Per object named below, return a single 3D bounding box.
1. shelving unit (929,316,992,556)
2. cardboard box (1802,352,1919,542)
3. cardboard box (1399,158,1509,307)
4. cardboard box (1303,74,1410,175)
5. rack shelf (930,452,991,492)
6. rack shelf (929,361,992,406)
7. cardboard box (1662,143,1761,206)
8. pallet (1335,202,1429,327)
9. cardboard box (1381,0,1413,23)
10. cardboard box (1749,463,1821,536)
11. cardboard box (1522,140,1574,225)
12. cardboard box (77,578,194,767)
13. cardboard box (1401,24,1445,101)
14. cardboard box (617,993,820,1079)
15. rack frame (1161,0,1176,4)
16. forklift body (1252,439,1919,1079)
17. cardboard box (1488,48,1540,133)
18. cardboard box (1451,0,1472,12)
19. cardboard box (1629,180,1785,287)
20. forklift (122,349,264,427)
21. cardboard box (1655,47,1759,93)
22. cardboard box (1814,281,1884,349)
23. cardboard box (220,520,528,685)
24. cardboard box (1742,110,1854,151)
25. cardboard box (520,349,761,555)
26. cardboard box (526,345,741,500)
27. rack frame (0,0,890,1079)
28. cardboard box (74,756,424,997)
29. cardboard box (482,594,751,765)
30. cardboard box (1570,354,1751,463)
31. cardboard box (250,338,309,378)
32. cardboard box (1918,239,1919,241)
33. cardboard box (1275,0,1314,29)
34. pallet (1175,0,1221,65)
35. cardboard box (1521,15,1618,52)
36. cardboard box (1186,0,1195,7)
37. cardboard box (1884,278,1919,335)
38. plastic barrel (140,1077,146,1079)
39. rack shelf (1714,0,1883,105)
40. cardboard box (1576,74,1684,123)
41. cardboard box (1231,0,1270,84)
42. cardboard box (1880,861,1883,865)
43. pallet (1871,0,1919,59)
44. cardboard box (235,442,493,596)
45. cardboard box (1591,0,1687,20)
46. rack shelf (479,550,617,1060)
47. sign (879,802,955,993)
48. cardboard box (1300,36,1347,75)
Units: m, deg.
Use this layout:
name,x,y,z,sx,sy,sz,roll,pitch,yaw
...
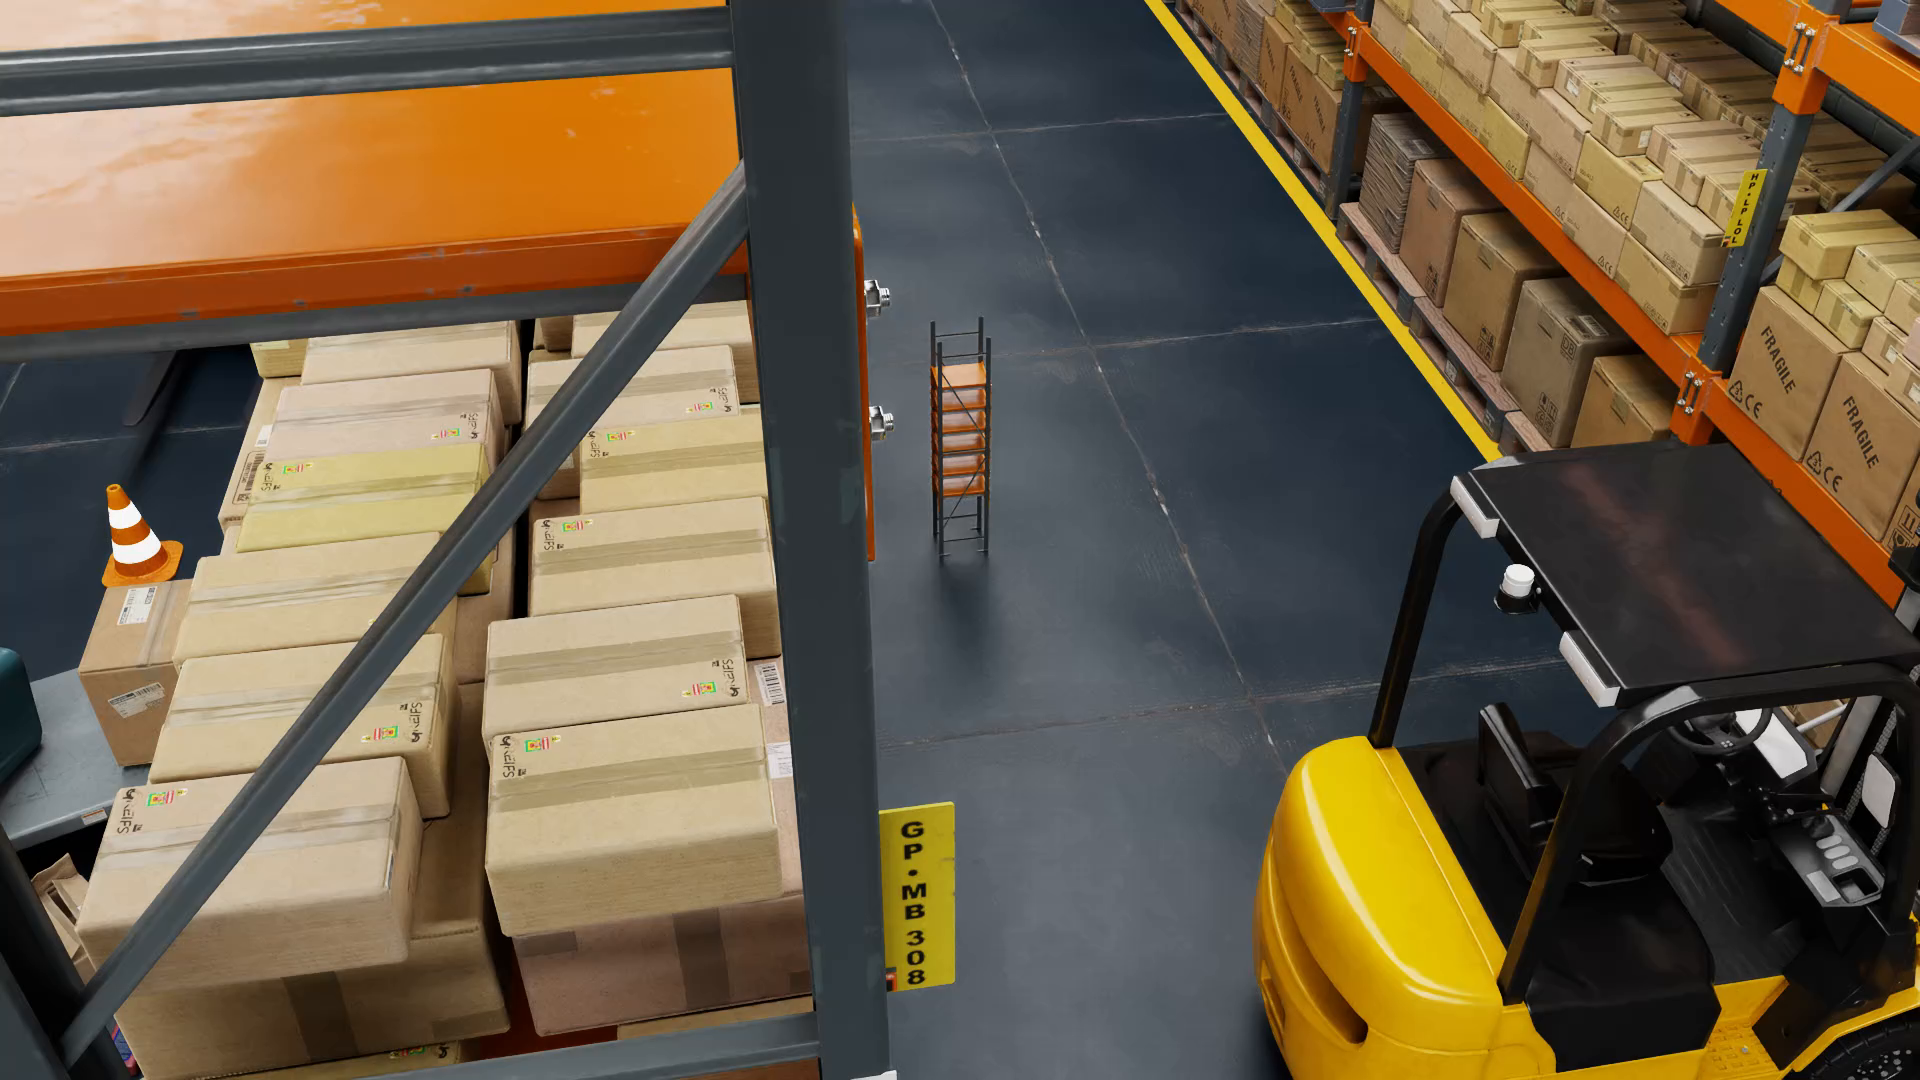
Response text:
name,x,y,z,sx,sy,sz,roll,pitch,yaw
shelving unit,0.003,-0.465,7.771,0.258,1.200,0.189,-6,38,-8
cardboard box,3.523,-0.361,6.088,0.500,0.500,0.500,-6,38,-7
cardboard box,3.112,-1.803,9.619,0.875,0.625,0.625,-5,38,-6
cardboard box,2.608,-2.758,10.950,0.500,0.500,0.500,-5,38,-7
rack shelf,0.003,-0.335,7.871,0.258,0.103,0.180,-6,38,-8
rack shelf,0.003,-0.714,7.577,0.258,0.103,0.180,-6,38,-8
cardboard box,3.253,-1.563,7.106,0.380,0.149,0.250,-7,38,-9
pallet,2.999,-1.744,10.223,1.003,0.211,1.213,-6,38,-8
cardboard box,2.706,-3.188,9.523,0.500,0.250,0.500,-6,38,-8
cardboard box,3.371,-0.080,6.891,0.500,0.250,0.500,-7,38,-9
cardboard box,3.098,-1.754,8.085,0.500,0.250,0.500,-6,38,-8
cardboard box,-3.038,0.503,6.478,0.500,0.500,0.500,-6,38,-8
cardboard box,2.814,-2.689,9.288,0.500,0.250,0.500,-7,38,-9
cardboard box,-0.329,0.701,2.562,0.380,0.149,0.250,-6,38,-8
rack frame,2.192,-5.763,13.122,1.000,3.000,0.127,-6,38,-8
forklift body,2.168,0.871,5.275,2.313,2.155,1.214,-6,38,-8
cardboard box,3.006,-2.264,8.334,0.500,0.250,0.500,-6,38,-7
cardboard box,2.836,-2.948,8.889,0.380,0.149,0.250,-6,38,-7
cardboard box,3.257,-1.338,7.142,0.500,0.250,0.500,-7,38,-9
forklift,-4.120,-2.510,8.992,1.130,2.935,3.031,-4,38,-5
cardboard box,3.573,-2.237,7.975,0.380,0.149,0.250,-7,38,-8
cardboard box,3.439,-0.849,6.188,0.380,0.149,0.250,-5,38,-7
cardboard box,-1.019,0.193,2.891,0.500,0.250,0.500,-7,38,-9
cardboard box,3.706,-1.780,7.386,0.380,0.149,0.250,-6,38,-8
cardboard box,-0.610,-0.168,3.356,0.500,0.250,0.500,-5,38,-7
cardboard box,-0.603,-0.222,3.101,0.380,0.149,0.250,-6,38,-8
rack frame,-0.590,-0.348,1.262,1.000,3.000,0.127,-6,38,-8
cardboard box,-0.940,0.449,2.237,0.380,0.149,0.250,-6,38,-8
cardboard box,-0.511,0.234,2.513,0.380,0.149,0.250,-6,38,-8
cardboard box,3.492,-0.473,7.907,0.875,0.625,0.625,-5,38,-6
cardboard box,-1.242,-0.474,3.425,0.380,0.149,0.250,-5,38,-7
cardboard box,3.904,-1.060,6.459,0.380,0.149,0.250,-6,38,-8
cardboard box,2.431,-3.693,11.625,0.380,0.149,0.250,-7,38,-9
pallet,2.372,-4.174,13.351,1.003,0.211,1.213,-6,38,-8
cardboard box,3.037,-2.493,8.304,0.380,0.149,0.250,-6,38,-8
cardboard box,2.056,-4.625,13.353,0.500,0.500,0.500,-5,38,-6
cardboard box,3.547,-0.818,5.905,0.380,0.149,0.250,-7,38,-9
plastic barrel,-2.443,1.954,5.289,0.512,0.421,0.421,19,42,23
rack shelf,3.244,-3.039,7.758,1.077,0.370,4.000,-6,38,-8
cardboard box,3.101,-2.026,7.702,0.380,0.149,0.250,-7,38,-9
cardboard box,2.327,-3.689,12.148,0.500,0.500,0.500,-8,38,-10
cardboard box,3.633,1.240,6.008,0.500,0.250,0.500,-5,38,-7
pallet,3.770,-1.568,5.350,1.003,0.211,1.213,-6,38,-8
cardboard box,-1.004,-0.022,2.843,0.380,0.149,0.250,-6,38,-8
cardboard box,3.498,-2.710,8.583,0.380,0.149,0.250,-7,38,-9
rack shelf,-0.941,-0.087,3.958,1.077,0.370,4.000,-6,38,-8
sign,-0.056,0.433,1.990,0.100,0.325,0.005,-6,38,-8
cardboard box,2.479,-3.214,11.009,0.380,0.149,0.250,-8,39,-10
